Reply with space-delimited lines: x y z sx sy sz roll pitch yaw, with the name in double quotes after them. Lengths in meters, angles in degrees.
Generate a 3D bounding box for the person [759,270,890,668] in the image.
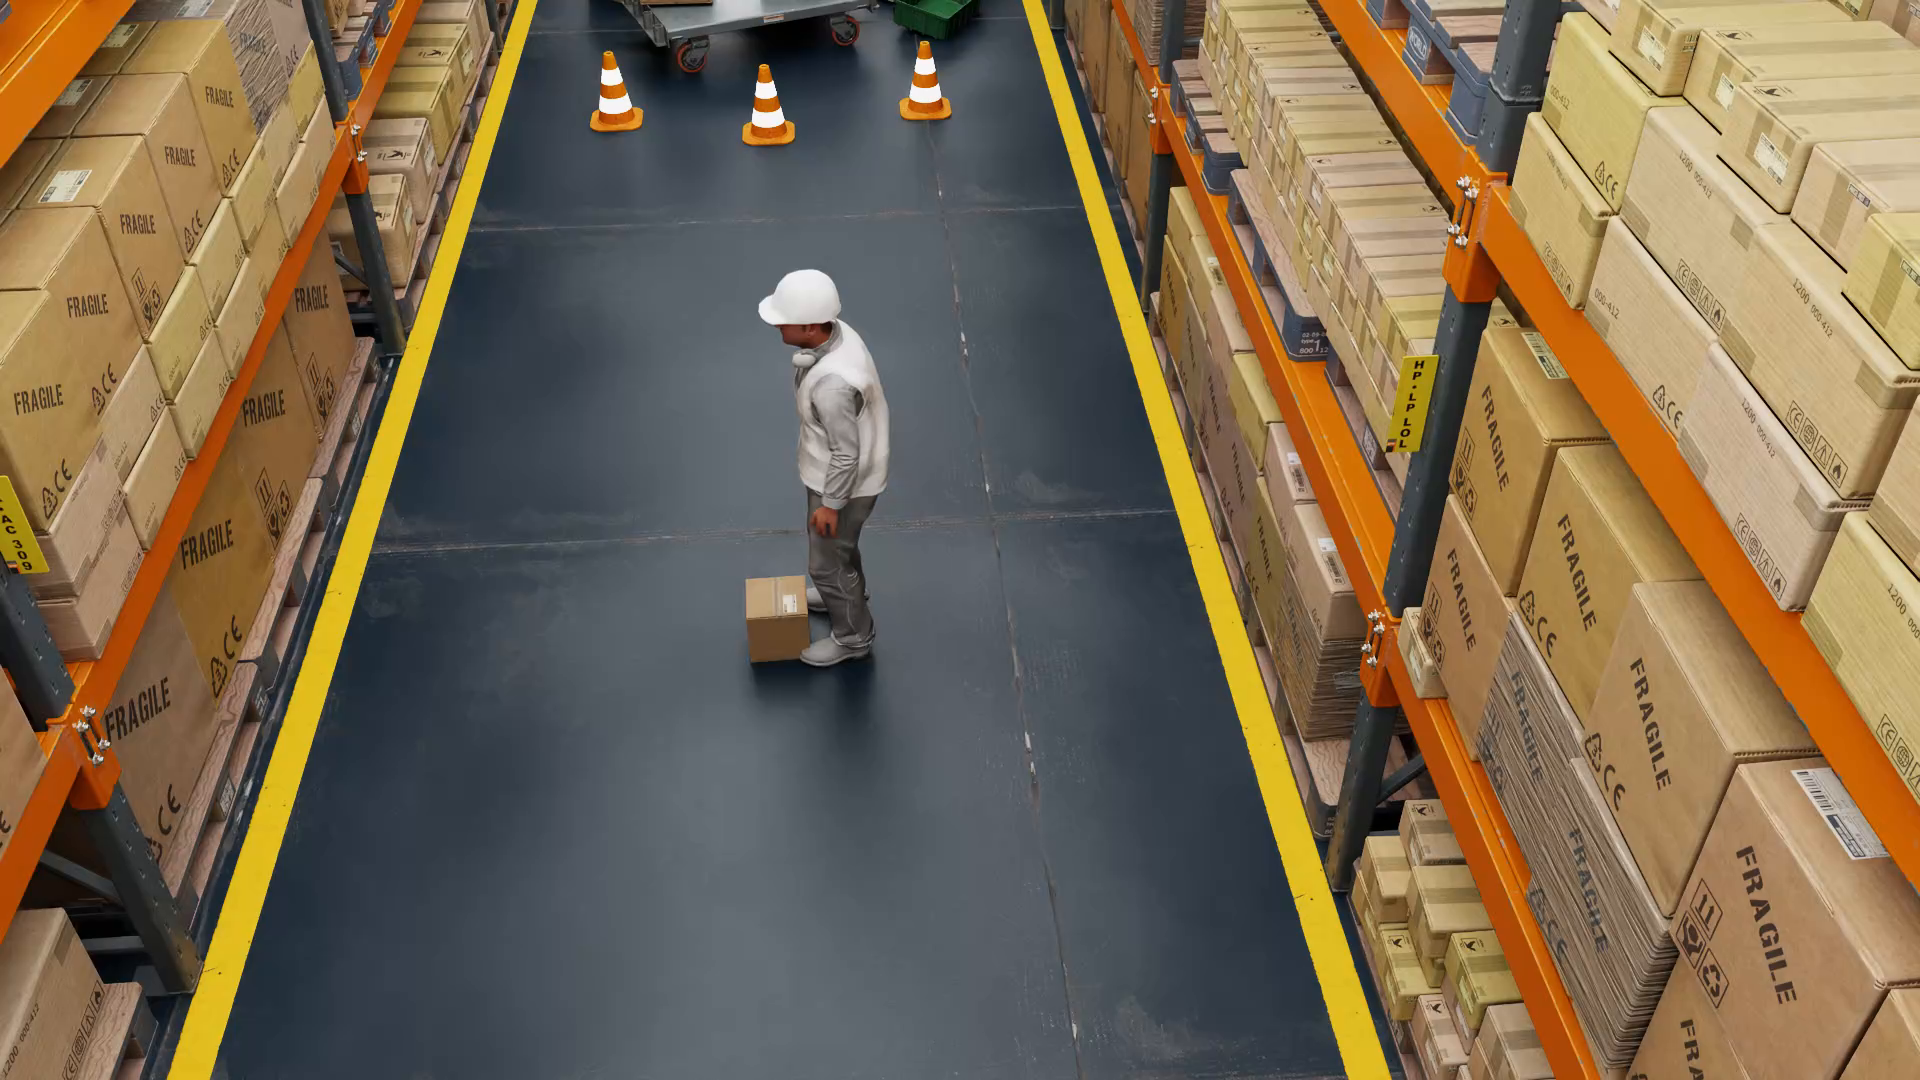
-0.500 -0.277 6.476 0.457 1.772 0.593 -5 39 -6 "person"
